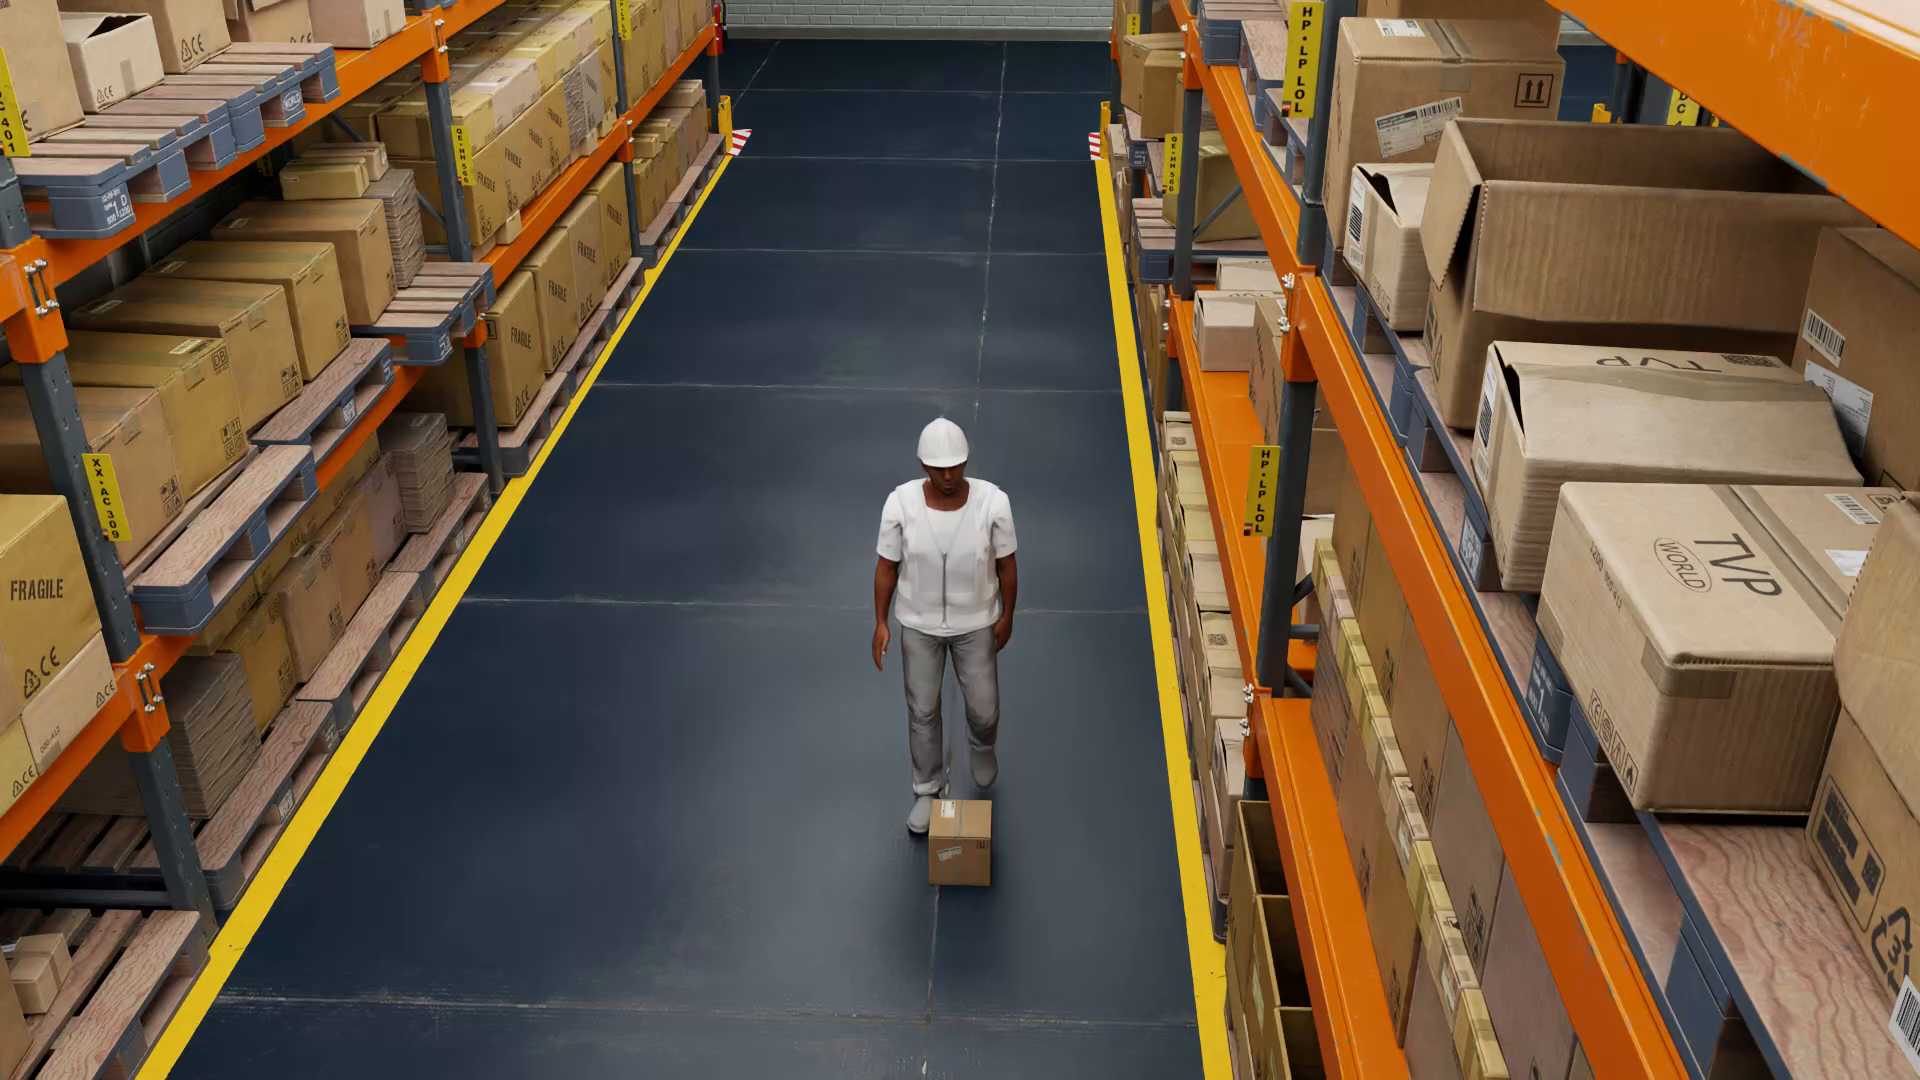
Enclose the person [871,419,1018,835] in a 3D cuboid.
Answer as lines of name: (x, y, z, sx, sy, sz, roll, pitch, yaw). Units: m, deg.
person: (-0.064, 0.365, 6.864, 0.593, 1.763, 0.578, 2, 28, 3)
